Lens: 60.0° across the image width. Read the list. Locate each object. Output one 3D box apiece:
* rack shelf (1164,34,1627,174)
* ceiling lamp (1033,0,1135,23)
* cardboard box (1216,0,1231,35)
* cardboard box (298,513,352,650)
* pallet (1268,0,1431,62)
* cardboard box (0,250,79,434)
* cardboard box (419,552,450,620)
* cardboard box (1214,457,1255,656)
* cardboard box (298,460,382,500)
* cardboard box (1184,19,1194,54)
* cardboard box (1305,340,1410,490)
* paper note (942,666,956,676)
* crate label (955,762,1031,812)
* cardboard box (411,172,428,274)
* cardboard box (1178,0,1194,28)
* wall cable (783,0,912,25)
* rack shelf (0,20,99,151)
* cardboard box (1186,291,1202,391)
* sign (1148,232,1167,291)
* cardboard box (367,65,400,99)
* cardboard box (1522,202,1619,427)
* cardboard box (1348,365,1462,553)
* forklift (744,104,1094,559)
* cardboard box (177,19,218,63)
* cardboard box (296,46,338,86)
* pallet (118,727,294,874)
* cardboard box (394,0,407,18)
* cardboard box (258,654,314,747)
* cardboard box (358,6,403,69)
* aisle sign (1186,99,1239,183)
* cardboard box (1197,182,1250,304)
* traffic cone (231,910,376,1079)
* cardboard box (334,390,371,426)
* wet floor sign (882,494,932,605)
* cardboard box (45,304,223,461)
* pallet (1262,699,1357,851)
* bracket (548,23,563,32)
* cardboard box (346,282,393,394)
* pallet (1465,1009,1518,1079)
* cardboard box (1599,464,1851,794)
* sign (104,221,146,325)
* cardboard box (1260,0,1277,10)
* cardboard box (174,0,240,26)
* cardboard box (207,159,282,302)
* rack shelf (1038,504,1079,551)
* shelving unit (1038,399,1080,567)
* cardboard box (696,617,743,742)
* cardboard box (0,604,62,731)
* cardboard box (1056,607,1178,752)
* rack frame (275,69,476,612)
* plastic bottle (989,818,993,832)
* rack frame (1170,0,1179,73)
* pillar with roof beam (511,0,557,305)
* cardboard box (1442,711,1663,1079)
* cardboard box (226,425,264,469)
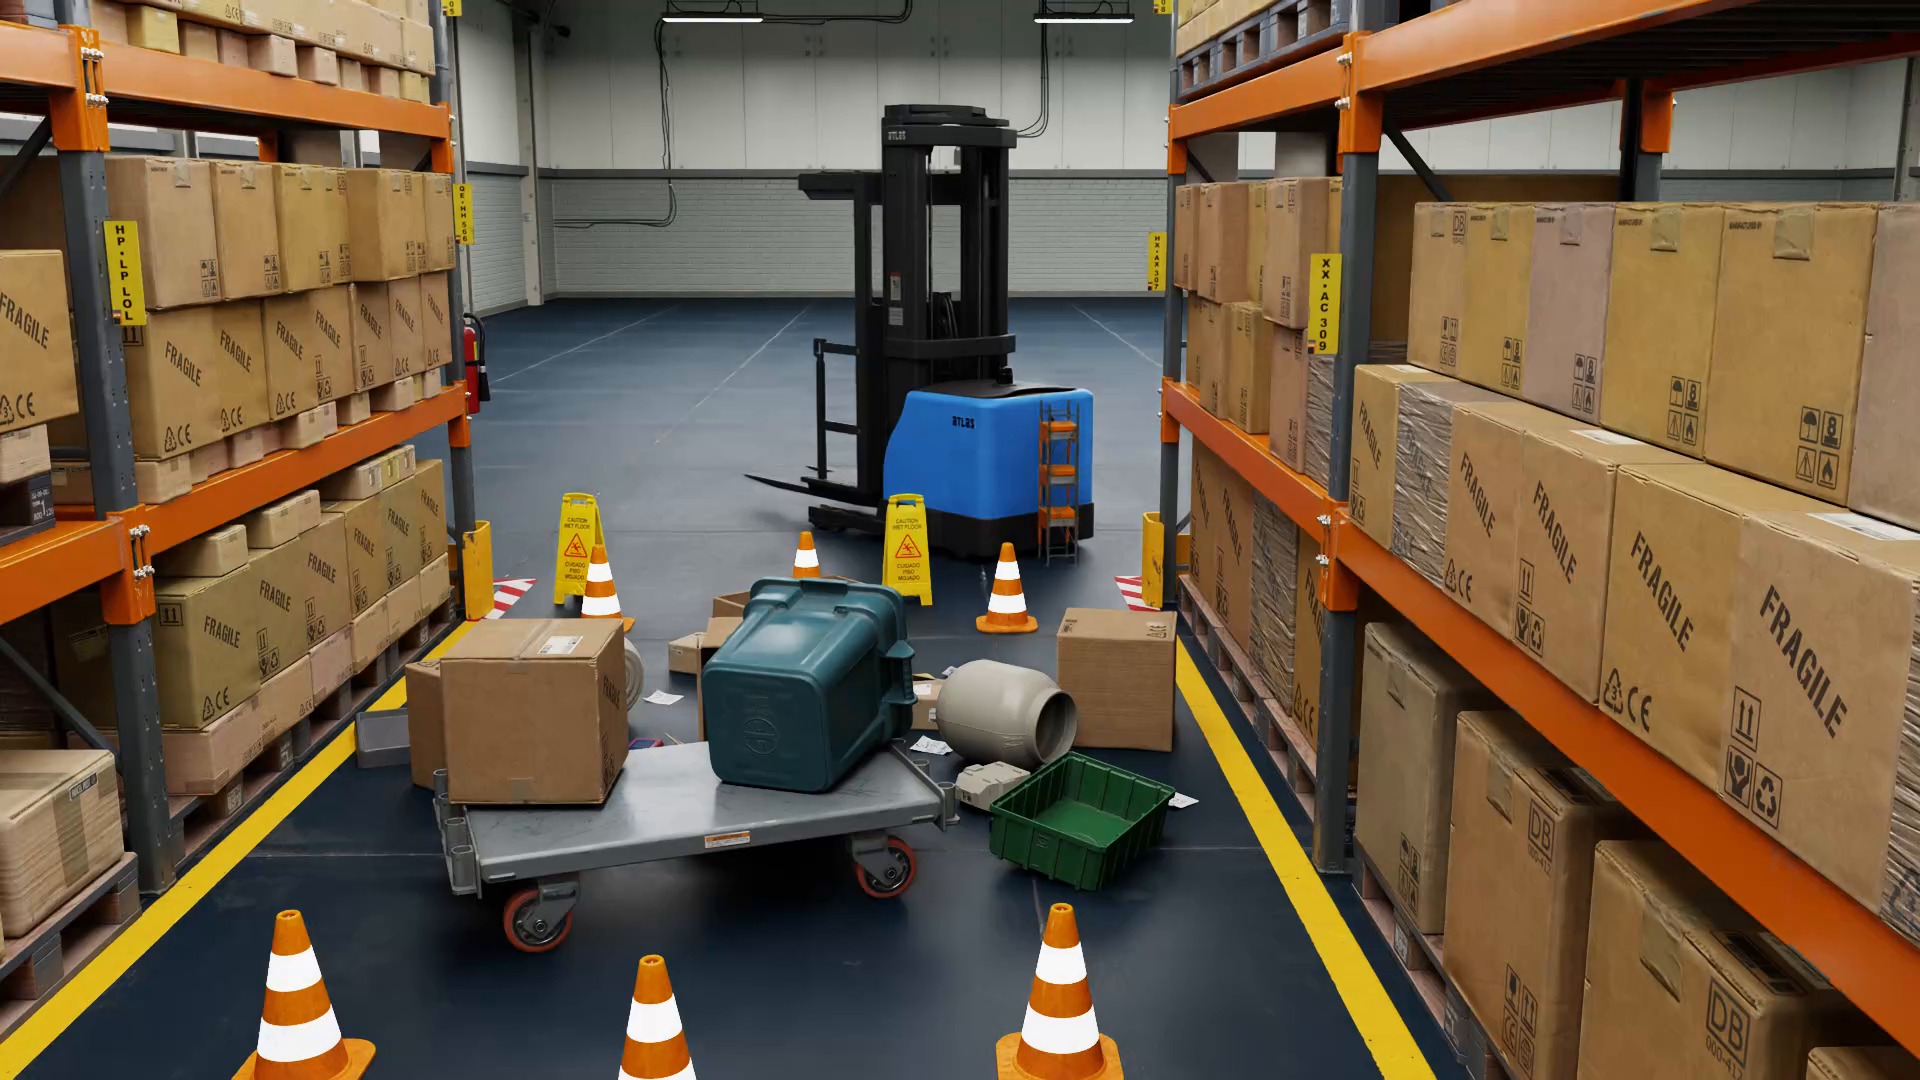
[{"bbox_3d":[1.709,-1.829,7.295,1.077,0.370,4.000,0,11,-1],"label":"rack shelf"},{"bbox_3d":[2.468,-11.951,33.155,2.000,3.185,0.800,0,11,-1],"label":"ceiling lamp"},{"bbox_3d":[1.380,-2.390,7.577,0.380,0.149,0.250,0,11,-2],"label":"cardboard box"},{"bbox_3d":[-2.971,0.173,7.136,0.500,0.500,0.500,0,11,2],"label":"cardboard box"},{"bbox_3d":[1.744,-1.903,6.074,1.003,0.211,1.213,0,11,-1],"label":"pallet"},{"bbox_3d":[-2.958,-0.583,4.833,0.500,0.500,0.500,0,11,-2],"label":"cardboard box"},{"bbox_3d":[-2.993,0.238,8.704,0.500,0.250,0.500,0,11,-1],"label":"cardboard box"},{"bbox_3d":[1.768,0.036,8.126,0.875,0.875,0.875,0,11,-2],"label":"cardboard box"},{"bbox_3d":[-2.922,-0.279,7.732,0.380,0.149,0.250,0,11,1],"label":"cardboard box"},{"bbox_3d":[1.360,-2.591,8.564,0.380,0.149,0.250,0,11,-1],"label":"cardboard box"},{"bbox_3d":[1.731,-0.461,5.908,0.875,0.550,0.550,0,11,-1],"label":"cardboard box"},{"bbox_3d":[0.002,0.657,8.247,0.144,0.017,0.142,4,12,18],"label":"paper note"},{"bbox_3d":[0.134,0.963,6.469,0.298,0.136,0.250,-10,15,-40],"label":"crate label"},{"bbox_3d":[-3.048,-1.552,8.151,0.700,0.500,0.500,0,11,-1],"label":"cardboard box"},{"bbox_3d":[1.421,-2.809,8.639,0.500,0.250,0.500,0,11,-1],"label":"cardboard box"},{"bbox_3d":[-2.689,-13.606,39.661,3.097,2.526,0.112,0,11,-1],"label":"wall cable"},{"bbox_3d":[-3.155,-0.993,3.176,1.077,0.370,4.000,0,11,-1],"label":"rack shelf"},{"bbox_3d":[1.720,-1.109,9.104,0.875,0.550,0.550,0,11,-1],"label":"cardboard box"},{"bbox_3d":[1.112,-1.571,9.382,0.100,0.325,0.005,0,11,-1],"label":"sign"},{"bbox_3d":[-2.983,-2.243,8.161,0.380,0.149,0.250,0,11,1],"label":"cardboard box"},{"bbox_3d":[1.789,-0.552,3.967,0.700,0.500,0.500,0,11,-1],"label":"cardboard box"},{"bbox_3d":[1.492,-0.257,5.031,0.500,0.500,0.500,0,11,-1],"label":"cardboard box"},{"bbox_3d":[-0.440,-1.548,11.816,1.130,2.935,3.031,-10,15,-40],"label":"forklift"},{"bbox_3d":[-2.989,-1.834,6.144,0.380,0.149,0.250,0,11,1],"label":"cardboard box"},{"bbox_3d":[-2.916,-2.041,7.161,0.380,0.149,0.250,0,11,-2],"label":"cardboard box"},{"bbox_3d":[-3.246,0.960,6.297,1.003,0.211,1.213,0,11,-1],"label":"pallet"},{"bbox_3d":[-3.010,-2.689,8.351,0.380,0.149,0.250,0,11,0],"label":"cardboard box"},{"bbox_3d":[-2.961,0.644,6.701,0.500,0.250,0.500,0,11,2],"label":"cardboard box"},{"bbox_3d":[-3.004,-2.410,7.980,0.500,0.250,0.500,0,11,-2],"label":"cardboard box"},{"bbox_3d":[1.366,-2.396,9.286,0.394,0.787,0.004,0,11,-1],"label":"aisle sign"},{"bbox_3d":[1.616,-1.417,7.906,0.875,0.550,0.550,0,11,-1],"label":"cardboard box"},{"bbox_3d":[-1.771,1.211,4.428,0.336,0.463,0.334,0,11,-1],"label":"traffic cone"},{"bbox_3d":[-2.961,-0.618,7.693,0.380,0.149,0.250,0,11,-2],"label":"cardboard box"},{"bbox_3d":[-0.313,0.047,9.704,0.267,0.644,0.232,-2,12,-11],"label":"wet floor sign"},{"bbox_3d":[-2.927,-0.557,5.760,0.500,0.500,0.500,0,11,-1],"label":"cardboard box"},{"bbox_3d":[1.813,0.901,6.586,1.003,0.211,1.213,0,11,-1],"label":"pallet"},{"bbox_3d":[-9.439,-12.011,39.075,0.076,0.066,3.189,0,11,-1],"label":"bracket"},{"bbox_3d":[-2.980,-0.958,7.735,0.500,0.500,0.500,0,11,-1],"label":"cardboard box"},{"bbox_3d":[1.870,1.449,3.886,1.003,0.211,1.213,0,11,-1],"label":"pallet"},{"bbox_3d":[1.536,0.145,3.047,0.500,0.500,0.500,0,11,-2],"label":"cardboard box"},{"bbox_3d":[-2.642,-0.844,5.262,0.100,0.325,0.005,0,11,-1],"label":"sign"},{"bbox_3d":[1.402,-2.189,6.582,0.380,0.149,0.250,0,11,0],"label":"cardboard box"},{"bbox_3d":[-2.952,-2.007,5.992,0.500,0.250,0.500,0,11,-2],"label":"cardboard box"},{"bbox_3d":[-2.978,-1.148,6.160,0.700,0.500,0.500,0,11,-1],"label":"cardboard box"},{"bbox_3d":[0.635,-0.085,10.788,0.215,0.259,0.240,-2,12,-10],"label":"rack shelf"},{"bbox_3d":[0.635,-0.368,10.731,0.215,1.050,0.252,-2,12,-10],"label":"shelving unit"},{"bbox_3d":[-0.684,0.613,6.931,0.797,0.637,0.503,0,11,-1],"label":"cardboard box"},{"bbox_3d":[-3.477,0.384,6.094,0.500,0.500,0.500,0,11,-2],"label":"cardboard box"},{"bbox_3d":[0.692,0.606,7.311,0.500,0.500,0.500,2,12,9],"label":"cardboard box"},{"bbox_3d":[-3.279,-1.069,9.282,1.000,3.000,0.127,0,11,-1],"label":"rack frame"},{"bbox_3d":[0.236,1.077,6.094,0.133,0.061,0.283,-7,13,-30],"label":"plastic bottle"},{"bbox_3d":[1.667,-4.049,8.885,1.000,3.000,0.127,0,11,-1],"label":"rack frame"},{"bbox_3d":[-5.445,-9.827,37.363,9.100,9.000,0.548,0,11,-1],"label":"pillar with roof beam"},{"bbox_3d":[1.869,0.898,4.192,1.050,0.750,0.750,0,11,-1],"label":"cardboard box"},{"bbox_3d":[-2.946,-0.366,6.452,0.380,0.149,0.250,0,11,1],"label":"cardboard box"}]
